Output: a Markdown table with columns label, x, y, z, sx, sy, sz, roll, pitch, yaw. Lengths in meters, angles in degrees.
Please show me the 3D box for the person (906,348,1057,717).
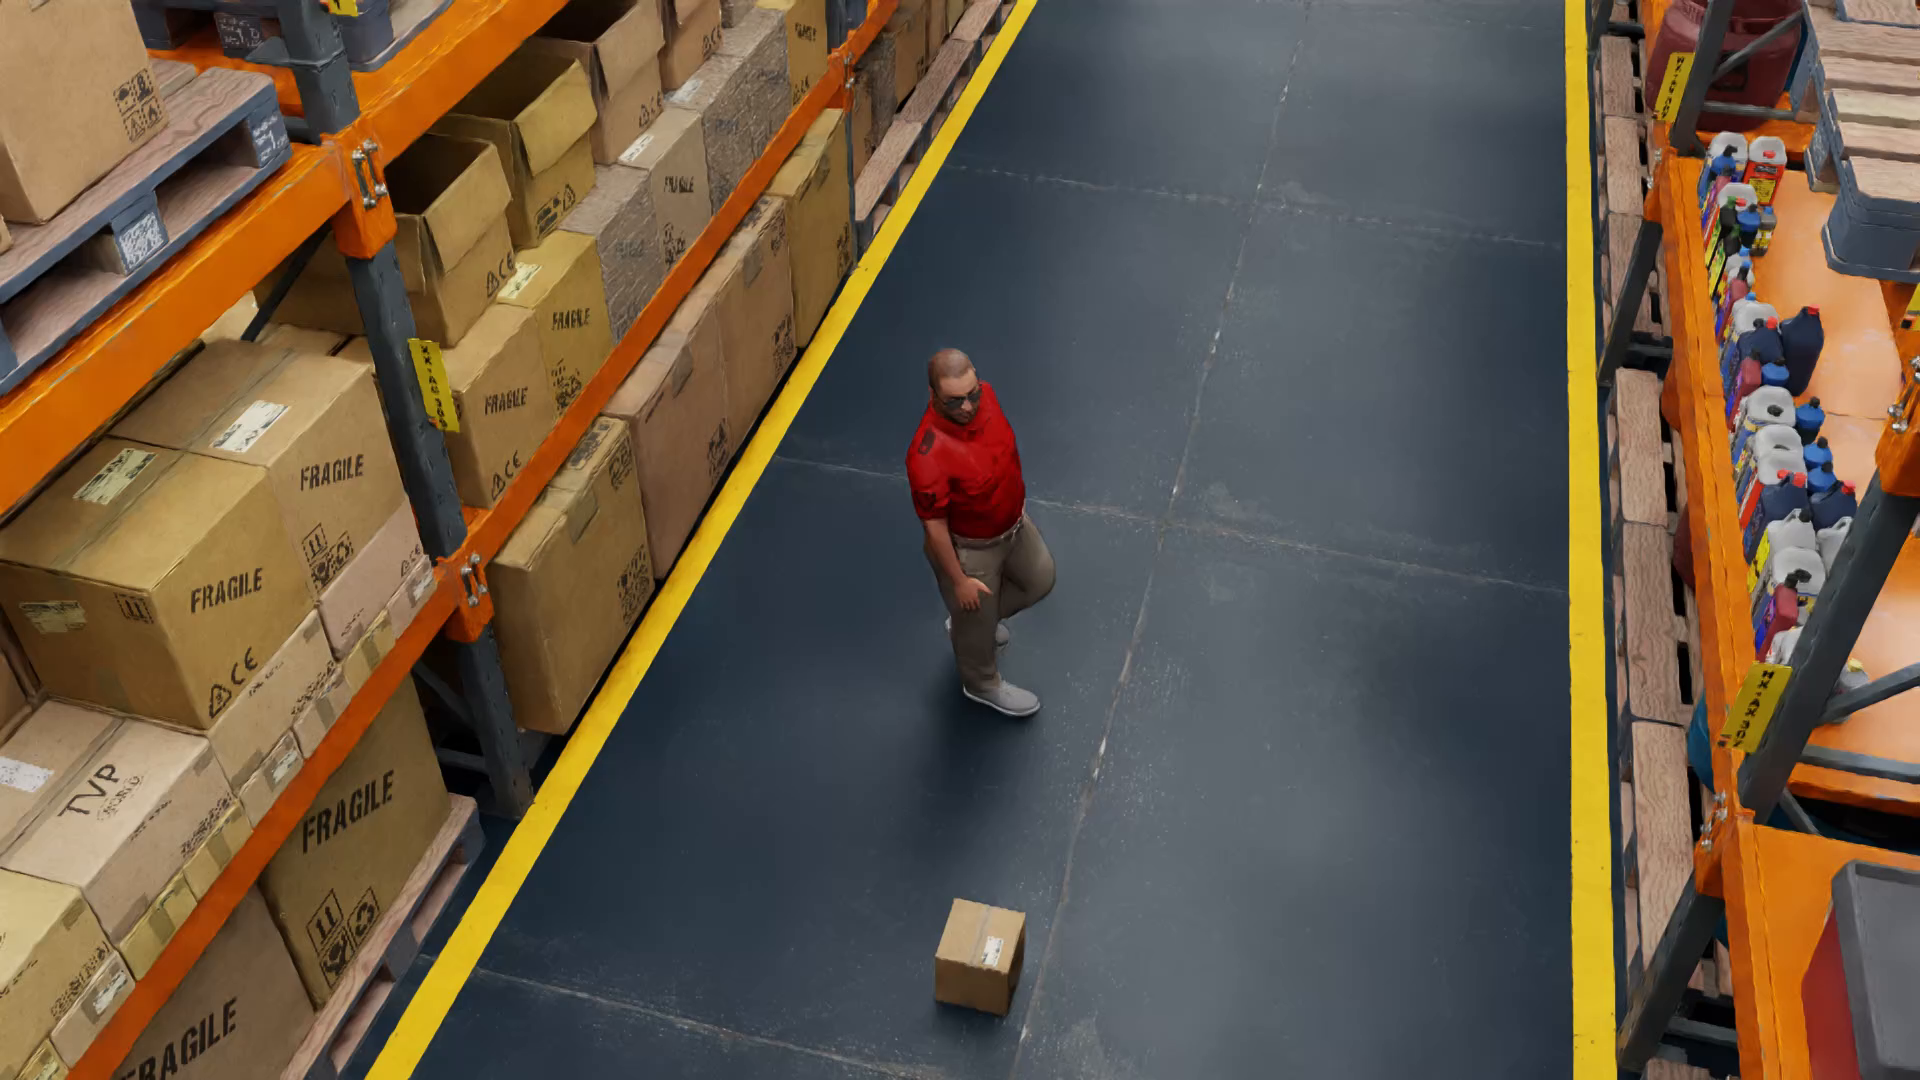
| label | x | y | z | sx | sy | sz | roll | pitch | yaw |
| --- | --- | --- | --- | --- | --- | --- | --- | --- | --- |
| person | 0.093 | -0.017 | 6.175 | 0.481 | 1.717 | 0.660 | 18 | 44 | 20 |
